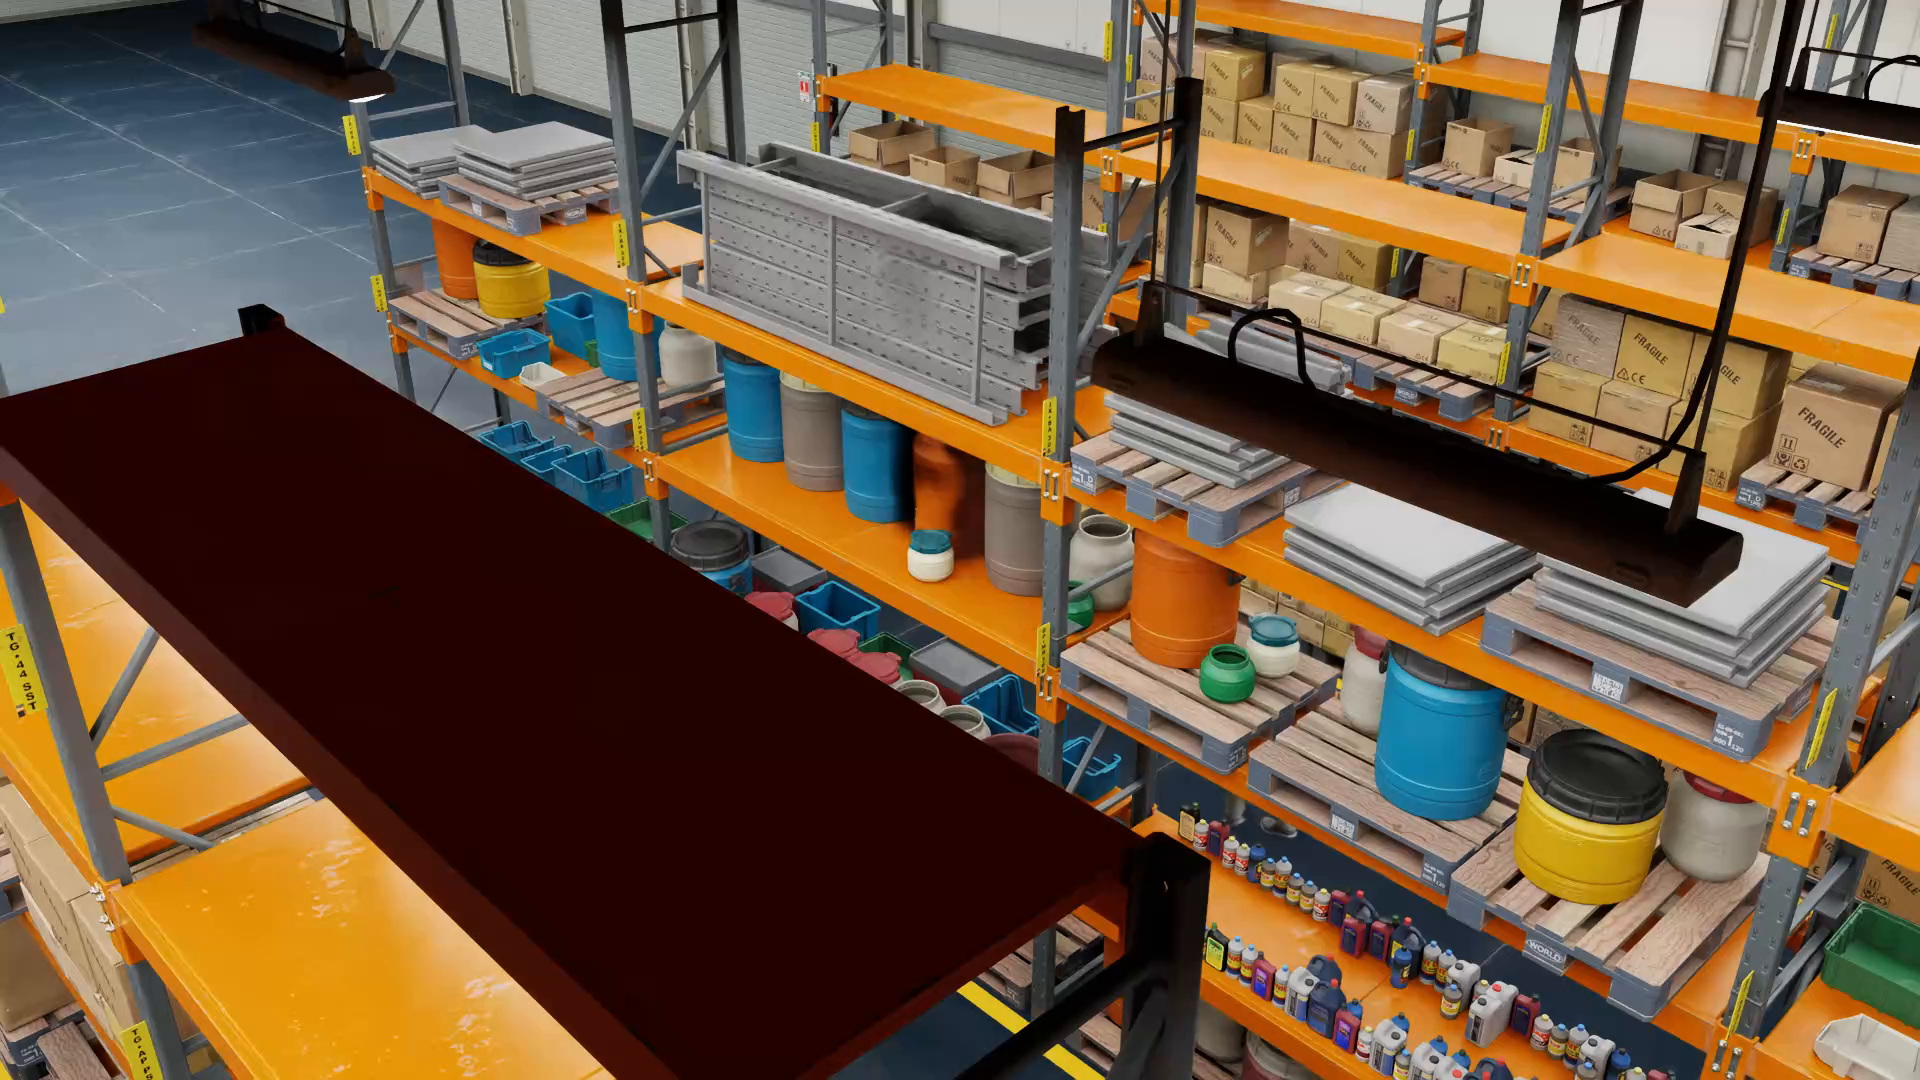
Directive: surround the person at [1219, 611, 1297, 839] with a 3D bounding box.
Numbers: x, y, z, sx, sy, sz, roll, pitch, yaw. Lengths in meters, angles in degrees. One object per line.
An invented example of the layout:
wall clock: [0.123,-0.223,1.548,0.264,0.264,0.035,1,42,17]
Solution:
person: [2.120,1.369,11.914,0.621,1.911,0.826,-20,34,-33]
